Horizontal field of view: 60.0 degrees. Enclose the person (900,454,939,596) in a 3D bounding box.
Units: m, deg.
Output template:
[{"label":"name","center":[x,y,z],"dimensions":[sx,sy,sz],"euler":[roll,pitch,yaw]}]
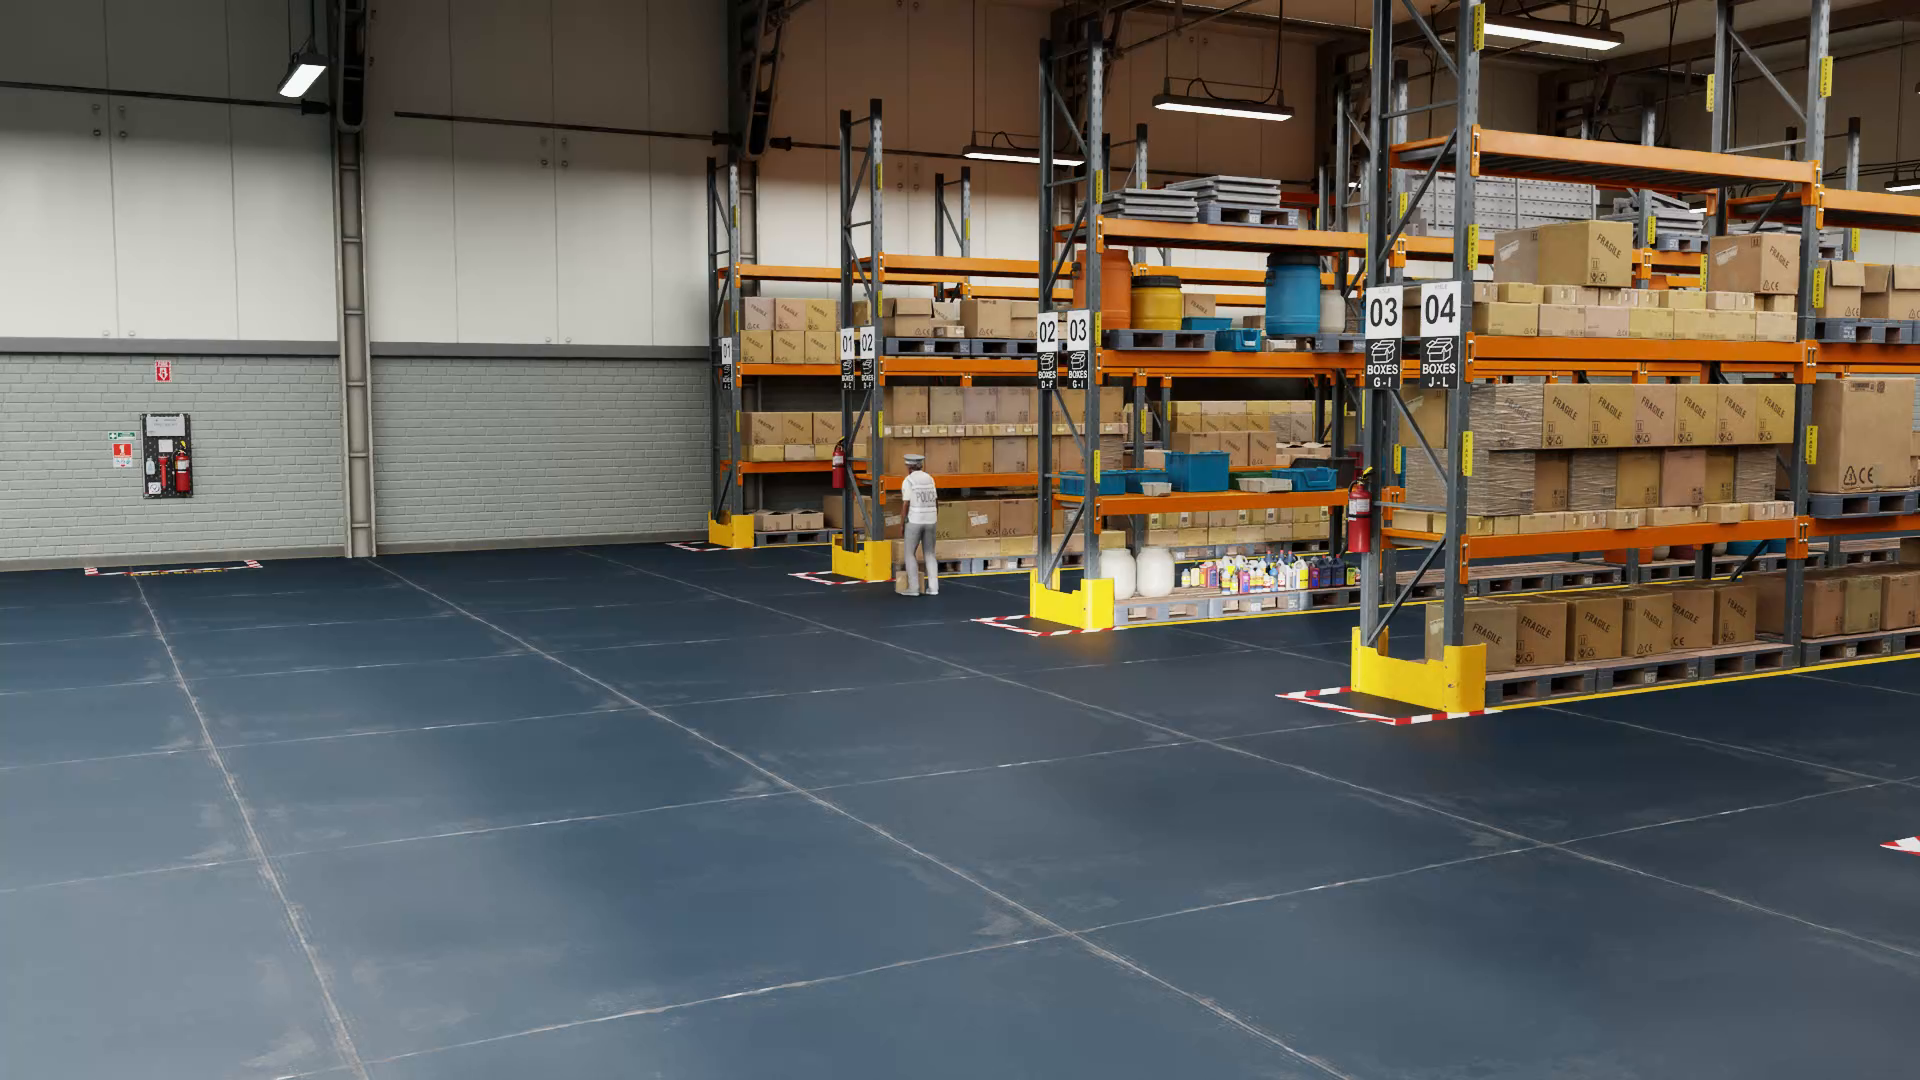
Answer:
[{"label":"person","center":[-0.472,-0.176,19.481],"dimensions":[0.529,1.657,0.398],"euler":[-3,6,-32]}]
